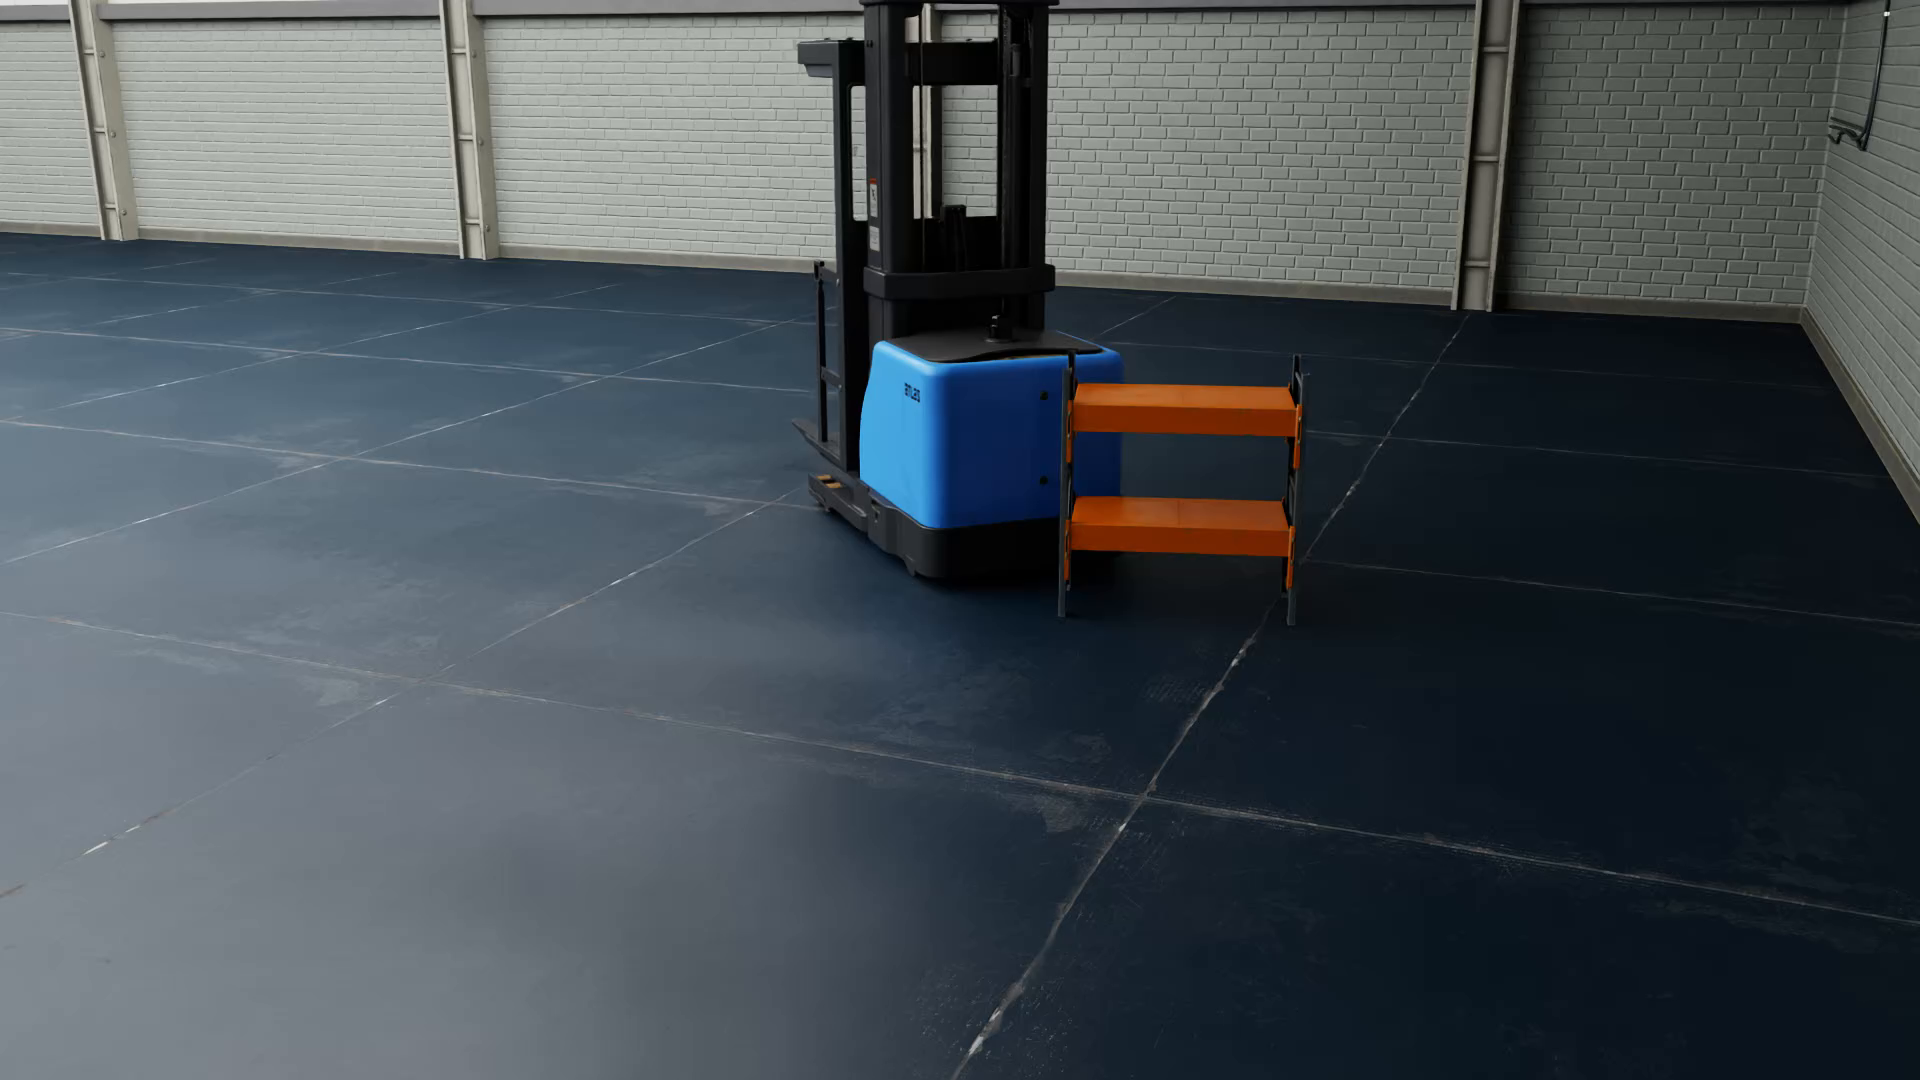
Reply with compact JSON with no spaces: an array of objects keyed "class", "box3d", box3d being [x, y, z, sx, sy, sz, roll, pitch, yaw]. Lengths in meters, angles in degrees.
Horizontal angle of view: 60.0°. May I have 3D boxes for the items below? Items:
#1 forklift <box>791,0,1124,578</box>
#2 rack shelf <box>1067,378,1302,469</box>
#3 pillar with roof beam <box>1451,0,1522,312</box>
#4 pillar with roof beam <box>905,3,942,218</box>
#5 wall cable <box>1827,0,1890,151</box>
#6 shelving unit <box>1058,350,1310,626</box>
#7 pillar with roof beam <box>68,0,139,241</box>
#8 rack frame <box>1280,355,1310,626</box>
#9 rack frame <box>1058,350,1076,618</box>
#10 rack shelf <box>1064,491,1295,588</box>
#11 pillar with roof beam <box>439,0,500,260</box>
[{"class":"forklift","box3d":[-0.206,-1.596,8.914,1.130,2.935,3.031,-6,17,-20]},{"class":"rack shelf","box3d":[0.992,-0.526,7.419,1.000,0.278,0.538,2,16,6]},{"class":"pillar with roof beam","box3d":[3.560,-5.524,11.562,0.400,9.000,9.100,6,17,21]},{"class":"pillar with roof beam","box3d":[-2.022,-6.138,13.677,0.400,9.000,9.100,6,17,21]},{"class":"wall cable","box3d":[7.395,-4.505,13.622,0.112,2.526,3.097,6,17,21]},{"class":"shelving unit","box3d":[0.992,-0.245,7.500,1.048,1.125,0.538,2,16,6]},{"class":"pillar with roof beam","box3d":[-13.185,-7.366,17.905,0.400,9.000,9.100,6,17,21]},{"class":"rack frame","box3d":[1.497,-0.229,7.444,0.032,1.125,0.500,2,16,6]},{"class":"rack frame","box3d":[0.487,-0.261,7.556,0.032,1.125,0.500,2,16,6]},{"class":"rack shelf","box3d":[0.992,-0.010,7.569,1.000,0.278,0.538,2,16,6]},{"class":"pillar with roof beam","box3d":[-7.603,-6.752,15.791,0.400,9.000,9.100,6,17,21]}]
